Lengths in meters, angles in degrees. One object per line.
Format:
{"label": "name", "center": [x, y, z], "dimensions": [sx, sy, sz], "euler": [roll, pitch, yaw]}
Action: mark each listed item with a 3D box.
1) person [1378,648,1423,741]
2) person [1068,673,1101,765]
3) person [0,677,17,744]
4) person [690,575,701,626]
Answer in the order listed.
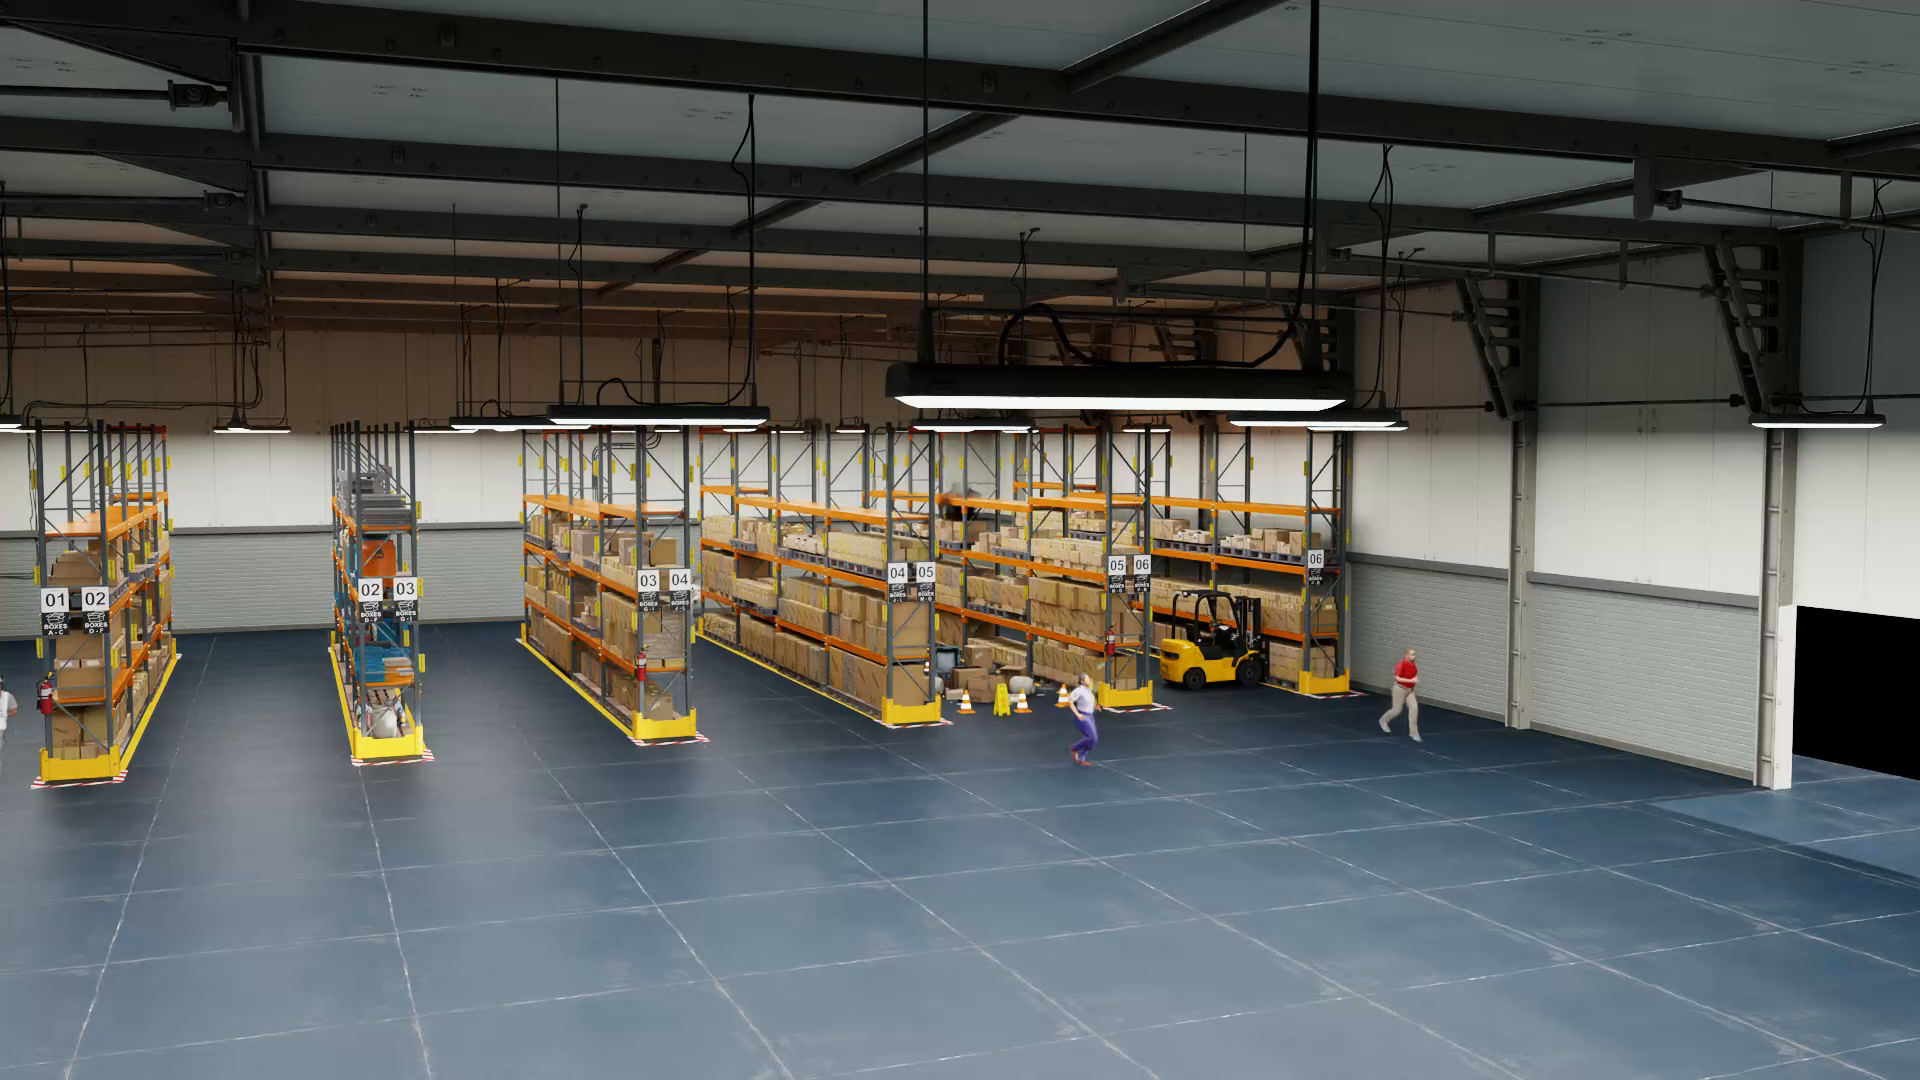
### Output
{"label": "person", "center": [8.375, 2.918, 31.543], "dimensions": [0.691, 1.768, 0.972], "euler": [-3, 5, -40]}
{"label": "person", "center": [2.191, 3.115, 28.843], "dimensions": [0.505, 1.606, 0.668], "euler": [2, 4, 26]}
{"label": "person", "center": [-15.911, 3.124, 27.360], "dimensions": [0.954, 1.798, 0.719], "euler": [3, 5, 44]}
{"label": "person", "center": [-7.902, 1.845, 48.916], "dimensions": [0.601, 1.645, 0.543], "euler": [2, 4, 32]}
